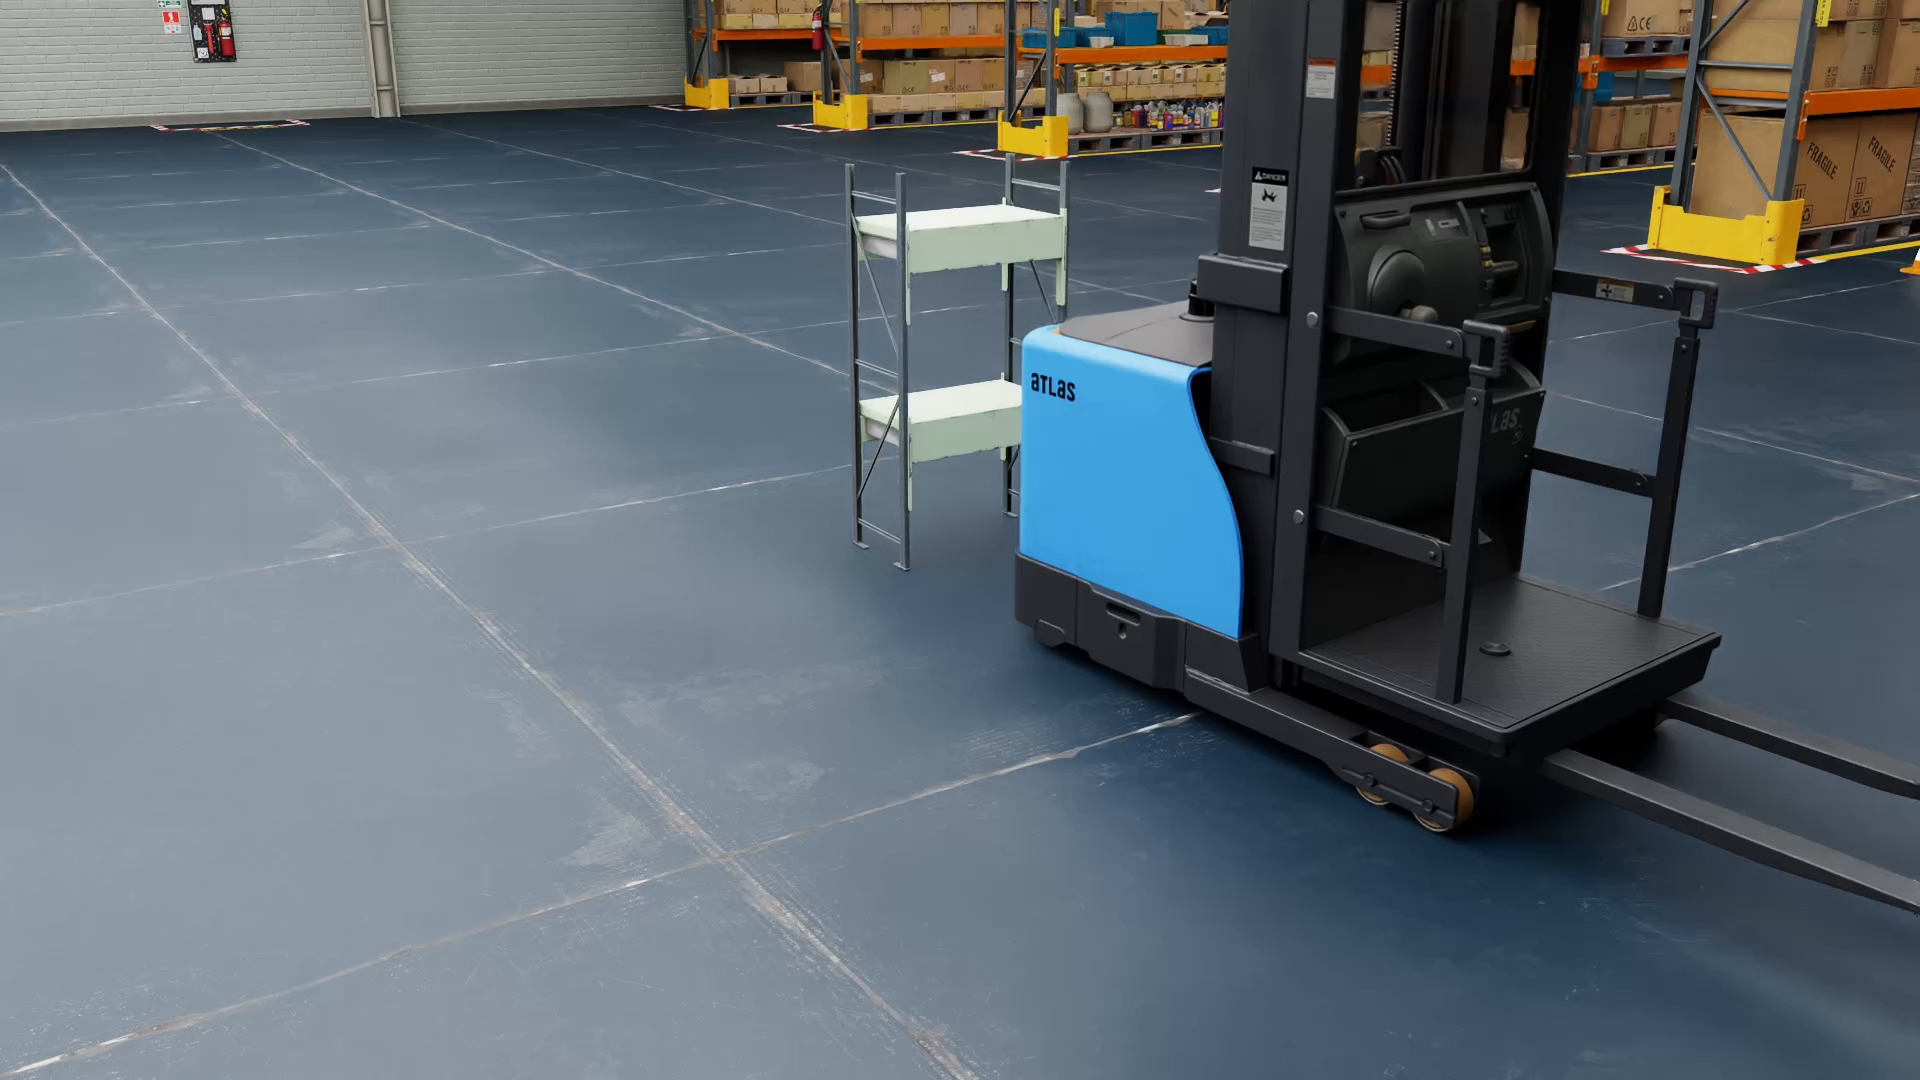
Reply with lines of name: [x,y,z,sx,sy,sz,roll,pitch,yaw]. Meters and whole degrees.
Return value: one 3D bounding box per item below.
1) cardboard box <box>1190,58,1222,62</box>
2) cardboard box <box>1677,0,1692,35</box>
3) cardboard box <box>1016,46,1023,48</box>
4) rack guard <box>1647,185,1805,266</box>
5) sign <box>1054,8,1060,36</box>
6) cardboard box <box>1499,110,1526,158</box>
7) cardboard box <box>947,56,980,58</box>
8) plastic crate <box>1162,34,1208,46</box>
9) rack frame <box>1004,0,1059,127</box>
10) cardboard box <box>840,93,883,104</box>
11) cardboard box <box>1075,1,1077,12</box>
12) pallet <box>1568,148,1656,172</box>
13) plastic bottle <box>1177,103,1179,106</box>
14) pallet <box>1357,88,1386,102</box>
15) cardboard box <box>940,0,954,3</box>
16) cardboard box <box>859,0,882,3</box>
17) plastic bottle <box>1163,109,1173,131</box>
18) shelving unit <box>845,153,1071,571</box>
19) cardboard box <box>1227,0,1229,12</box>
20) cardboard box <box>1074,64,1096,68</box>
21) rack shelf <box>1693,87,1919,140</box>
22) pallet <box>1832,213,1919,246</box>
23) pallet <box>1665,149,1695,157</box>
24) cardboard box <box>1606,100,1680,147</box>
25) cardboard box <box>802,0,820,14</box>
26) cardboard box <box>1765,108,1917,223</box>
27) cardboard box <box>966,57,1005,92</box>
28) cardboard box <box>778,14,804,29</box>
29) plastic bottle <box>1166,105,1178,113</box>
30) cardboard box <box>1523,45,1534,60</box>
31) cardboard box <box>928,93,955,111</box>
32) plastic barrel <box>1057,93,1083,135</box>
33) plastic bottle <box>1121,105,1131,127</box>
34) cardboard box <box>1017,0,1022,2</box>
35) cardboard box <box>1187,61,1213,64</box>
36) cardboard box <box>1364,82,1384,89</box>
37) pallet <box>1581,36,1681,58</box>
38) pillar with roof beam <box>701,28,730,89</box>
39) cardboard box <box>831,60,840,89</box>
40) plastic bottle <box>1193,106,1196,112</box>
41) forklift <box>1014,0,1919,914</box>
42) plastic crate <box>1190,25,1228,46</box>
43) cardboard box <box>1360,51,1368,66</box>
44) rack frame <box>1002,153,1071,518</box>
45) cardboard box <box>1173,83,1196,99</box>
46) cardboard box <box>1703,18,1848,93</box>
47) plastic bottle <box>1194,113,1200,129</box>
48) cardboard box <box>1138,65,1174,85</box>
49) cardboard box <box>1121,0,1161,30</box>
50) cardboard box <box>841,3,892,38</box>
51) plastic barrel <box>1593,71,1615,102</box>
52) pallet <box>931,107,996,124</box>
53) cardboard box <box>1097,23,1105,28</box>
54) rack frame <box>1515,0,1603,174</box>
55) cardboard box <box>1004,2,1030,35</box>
cardboard box: [5.006,-10.242,35.057,0.750,0.750,0.750,-12,22,-31]
cardboard box: [8.365,-6.405,20.188,0.637,0.503,0.797,-9,21,-26]
cardboard box: [1.053,-9.661,32.683,0.500,0.250,0.500,-11,22,-30]
rack guard: [6.251,-2.589,13.623,0.348,0.500,1.175,-12,22,-31]
sign: [1.202,-6.430,20.649,0.005,0.325,0.100,-12,22,-31]
cardboard box: [6.138,-4.679,19.148,0.500,0.500,0.500,-5,19,-14]
cardboard box: [0.129,-7.554,26.874,0.500,0.500,0.500,-12,22,-31]
plastic crate: [3.027,-6.673,22.210,0.437,0.136,0.530,-12,22,-31]
rack frame: [0.904,-6.447,21.131,0.127,3.000,1.000,-12,22,-31]
cardboard box: [-1.532,-6.842,25.938,0.500,0.250,0.500,-12,22,-31]
cardboard box: [2.386,-10.857,33.525,0.500,0.500,0.500,-12,22,-31]
pallet: [7.618,-4.643,20.149,1.213,0.211,1.003,-12,22,-31]
plastic bottle: [3.023,-5.991,23.336,0.133,0.283,0.061,-11,21,-29]
pallet: [7.546,-8.412,31.297,1.213,0.211,1.003,-12,22,-31]
cardboard box: [-0.297,-8.366,25.638,0.250,0.149,0.380,-12,22,-32]
cardboard box: [-1.371,-8.139,24.966,0.250,0.149,0.380,-12,22,-32]
plastic bottle: [2.788,-5.639,22.297,0.133,0.283,0.061,-11,22,-31]
shelving unit: [-0.006,-0.709,6.501,0.755,1.500,0.431,-12,22,-31]
cardboard box: [5.939,-11.444,35.443,0.700,0.700,0.980,-12,22,-31]
cardboard box: [2.135,-7.880,28.133,0.500,0.311,0.500,-11,22,-30]
rack shelf: [7.941,-3.789,14.392,4.000,0.370,1.077,-12,22,-31]
pallet: [7.914,-2.832,14.792,1.213,0.211,1.003,-12,22,-31]
pallet: [9.656,-5.073,21.421,1.213,0.211,1.003,-12,22,-31]
cardboard box: [8.369,-5.131,20.454,0.500,0.500,0.700,-14,23,-36]
cardboard box: [-2.703,-9.662,29.673,0.500,0.500,0.500,-11,22,-30]
cardboard box: [7.535,-3.263,14.374,0.875,0.875,0.875,-12,22,-32]
cardboard box: [0.417,-7.414,26.459,0.500,0.500,0.500,-12,22,-31]
cardboard box: [-3.108,-9.220,29.535,0.500,0.250,0.500,-12,22,-32]
plastic bottle: [2.932,-5.895,23.064,0.135,0.276,0.152,-12,22,-31]
cardboard box: [6.347,-5.448,18.568,0.250,0.149,0.380,-12,22,-31]
cardboard box: [-0.414,-6.881,26.052,0.500,0.250,0.500,-12,22,-31]
plastic barrel: [1.411,-5.604,21.865,0.421,0.512,0.421,0,19,0]
plastic bottle: [2.284,-5.835,22.874,0.133,0.283,0.061,-11,22,-30]
cardboard box: [0.770,-8.590,26.301,0.250,0.149,0.380,-12,22,-32]
cardboard box: [4.265,-8.330,29.462,0.500,0.311,0.500,-11,22,-30]
cardboard box: [7.533,-8.662,30.899,0.500,0.500,0.500,-12,22,-31]
pallet: [7.687,-5.831,19.610,1.213,0.211,1.003,-12,22,-31]
pillar with roof beam: [-2.069,-11.142,25.651,0.400,9.000,9.100,-12,22,-31]
cardboard box: [-2.049,-8.632,30.810,0.500,0.500,0.500,-14,23,-35]
plastic bottle: [3.238,-5.793,22.750,0.133,0.283,0.061,-12,22,-31]
forklift: [1.501,-0.790,4.505,1.130,2.935,3.031,-14,23,-36]
plastic crate: [3.469,-6.813,22.447,0.616,0.251,0.499,-12,22,-31]
cardboard box: [3.997,-4.989,17.212,0.250,0.149,0.380,-12,22,-31]
rack frame: [0.300,-0.774,6.692,0.023,1.500,0.400,-12,22,-31]
cardboard box: [3.708,-7.740,28.595,0.500,0.250,0.500,-11,22,-30]
cardboard box: [6.556,-3.926,13.440,0.550,0.550,0.875,-12,22,-31]
plastic bottle: [3.213,-5.697,22.596,0.097,0.201,0.097,0,19,0]
cardboard box: [3.289,-7.916,28.239,0.500,0.311,0.500,-11,22,-30]
cardboard box: [3.032,-8.836,28.042,0.500,0.500,0.500,-12,22,-31]
cardboard box: [-1.421,-7.899,25.269,0.500,0.500,0.700,-12,22,-31]
plastic barrel: [10.462,-7.674,27.382,0.708,0.901,0.600,-12,22,-31]
pallet: [-0.184,-6.811,26.561,1.213,0.211,1.003,-12,22,-31]
cardboard box: [2.376,-8.459,27.476,0.250,0.149,0.380,-12,22,-31]
rack frame: [6.968,-5.827,19.296,0.127,3.000,1.000,-12,22,-31]
cardboard box: [0.719,-8.350,26.604,0.500,0.500,0.700,-12,22,-32]
